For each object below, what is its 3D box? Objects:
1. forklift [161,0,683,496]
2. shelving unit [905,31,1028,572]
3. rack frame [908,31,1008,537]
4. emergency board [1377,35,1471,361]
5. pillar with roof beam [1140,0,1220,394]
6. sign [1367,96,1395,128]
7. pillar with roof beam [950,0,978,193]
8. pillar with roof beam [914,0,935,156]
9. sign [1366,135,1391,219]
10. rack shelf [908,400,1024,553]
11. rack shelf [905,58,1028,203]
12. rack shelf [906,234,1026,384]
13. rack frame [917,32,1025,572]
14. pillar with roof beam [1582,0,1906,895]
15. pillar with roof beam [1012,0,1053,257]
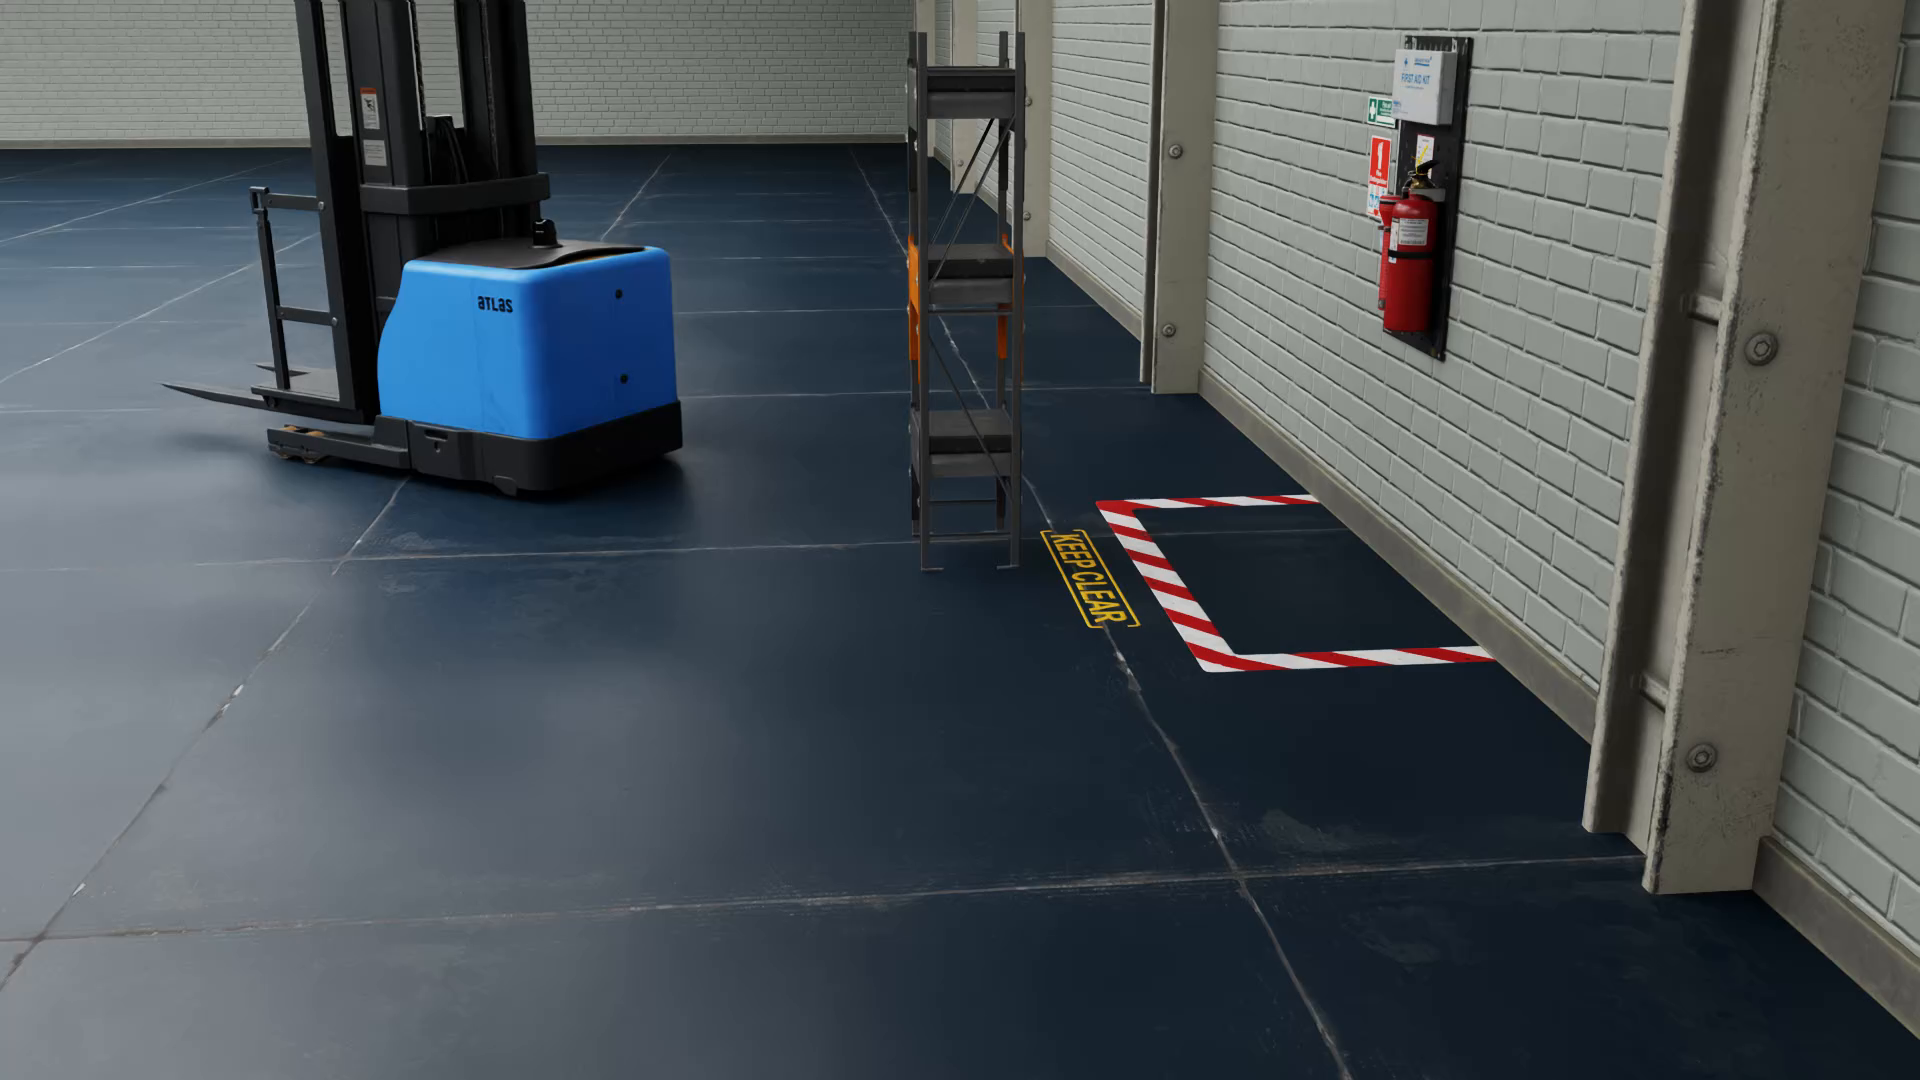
[{"bbox_3d":[-2.941,-1.908,8.361,3.031,2.935,1.130,10,20,29],"label":"forklift"},{"bbox_3d":[0.017,-0.952,6.705,0.431,2.100,0.503,-2,18,-6],"label":"shelving unit"},{"bbox_3d":[-0.008,-1.025,6.937,0.400,2.100,0.015,-2,18,-6],"label":"rack frame"},{"bbox_3d":[1.693,-1.321,6.377,0.194,1.169,0.643,-2,18,-6],"label":"emergency board"},{"bbox_3d":[-2.991,-5.101,8.400,9.100,9.000,0.400,-2,18,-6],"label":"pillar with roof beam"},{"bbox_3d":[1.730,-1.757,6.822,0.001,0.109,0.331,-2,18,-6],"label":"sign"},{"bbox_3d":[-4.229,-8.676,19.788,9.100,9.000,0.400,-2,18,-6],"label":"pillar with roof beam"},{"bbox_3d":[-4.847,-10.463,25.482,9.100,9.000,0.400,-2,18,-6],"label":"pillar with roof beam"},{"bbox_3d":[1.739,-1.506,6.907,0.001,0.329,0.234,-2,18,-6],"label":"sign"},{"bbox_3d":[0.017,-0.272,6.919,0.431,0.518,0.480,-2,18,-6],"label":"rack shelf"},{"bbox_3d":[0.017,-1.607,6.500,0.431,0.518,0.480,-2,18,-6],"label":"rack shelf"},{"bbox_3d":[0.017,-0.939,6.710,0.431,0.518,0.480,-2,18,-6],"label":"rack shelf"},{"bbox_3d":[0.042,-0.880,6.474,0.400,2.100,0.015,-2,18,-6],"label":"rack frame"},{"bbox_3d":[-2.372,-3.313,2.706,9.100,9.000,0.400,-2,18,-6],"label":"pillar with roof beam"},{"bbox_3d":[-3.610,-6.888,14.094,9.100,9.000,0.400,-2,18,-6],"label":"pillar with roof beam"}]
